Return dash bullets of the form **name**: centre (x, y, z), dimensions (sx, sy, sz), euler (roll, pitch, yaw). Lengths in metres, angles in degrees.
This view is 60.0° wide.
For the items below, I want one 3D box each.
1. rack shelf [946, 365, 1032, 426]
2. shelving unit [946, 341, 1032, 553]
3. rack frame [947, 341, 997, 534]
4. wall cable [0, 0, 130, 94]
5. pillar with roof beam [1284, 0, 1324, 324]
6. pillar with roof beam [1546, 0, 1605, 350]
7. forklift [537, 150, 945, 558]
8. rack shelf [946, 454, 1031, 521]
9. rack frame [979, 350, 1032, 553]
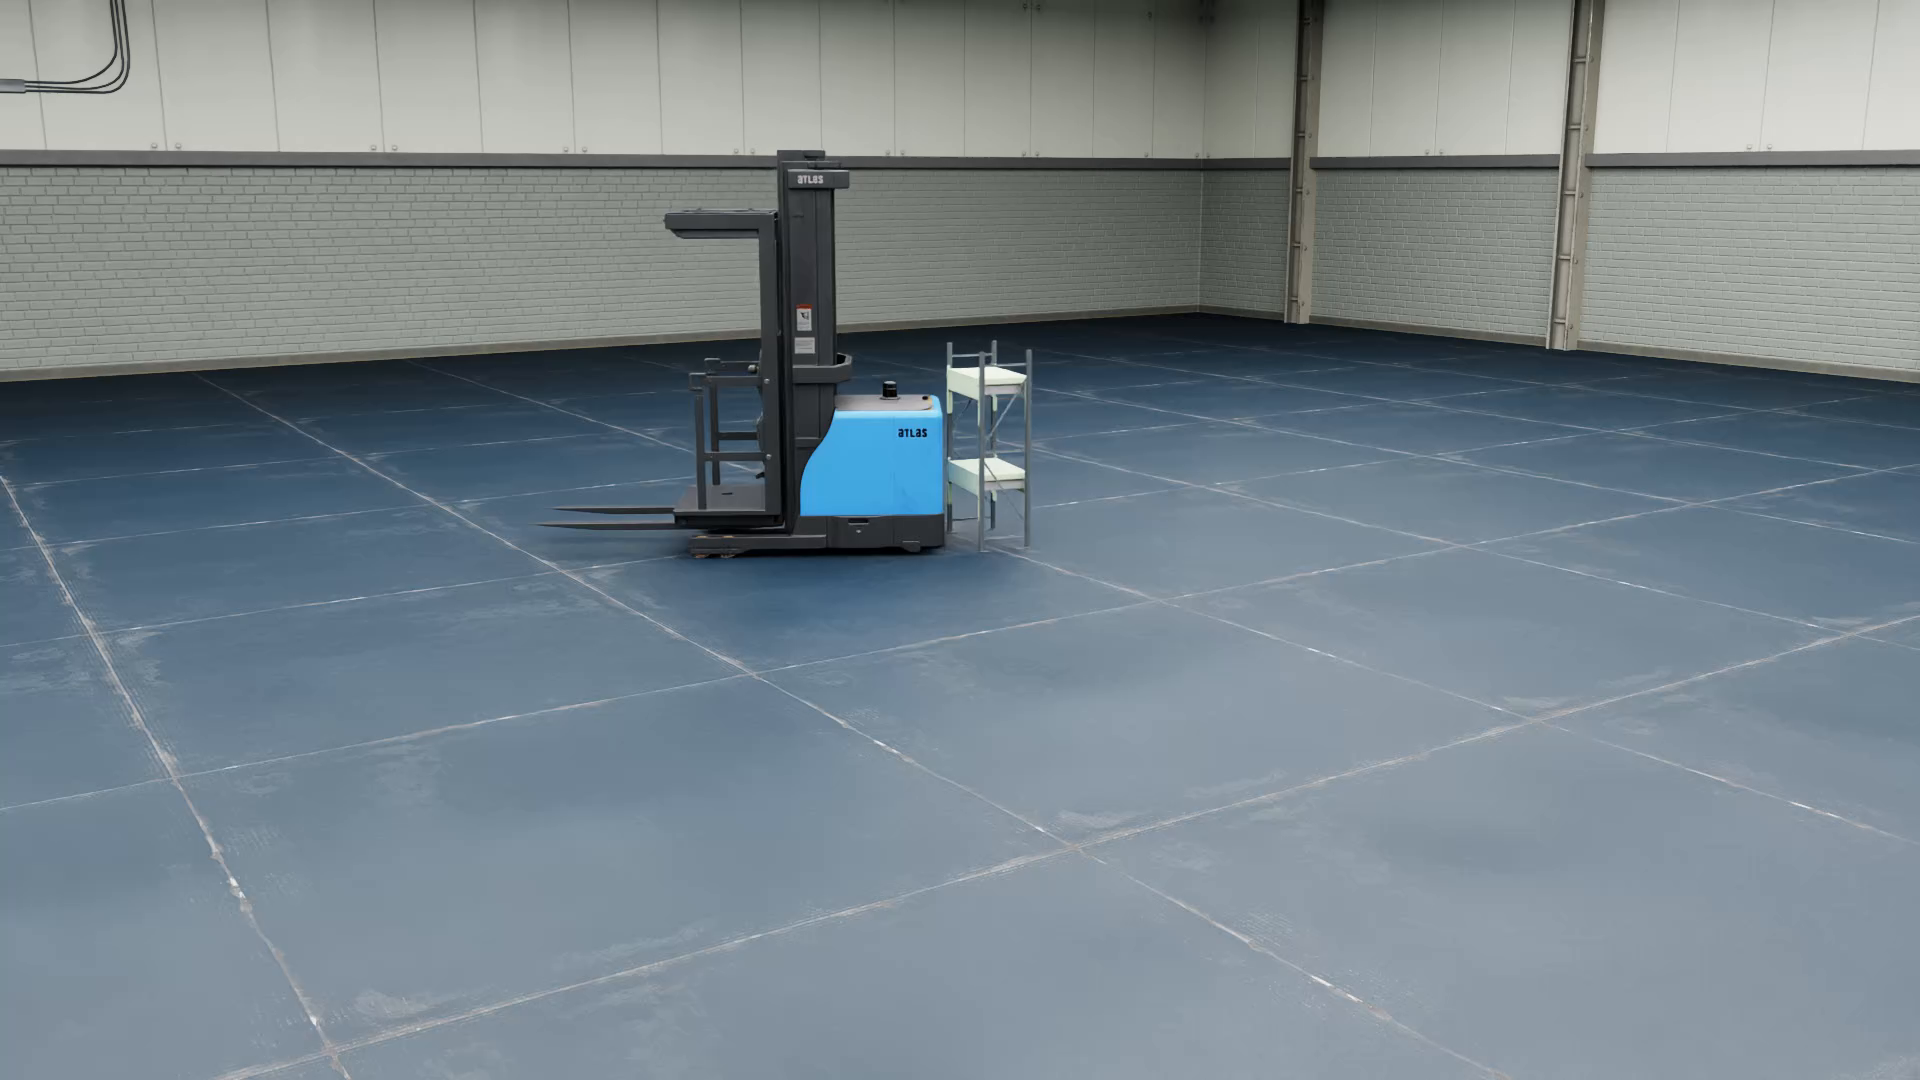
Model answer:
- **rack shelf**: centre (0.213, -1.107, 12.586), dimensions (0.431, 0.370, 0.720), euler (-4, 13, -19)
- **shelving unit**: centre (0.213, -0.726, 12.669), dimensions (0.431, 1.500, 0.755), euler (-4, 13, -19)
- **rack frame**: centre (0.092, -0.799, 13.007), dimensions (0.400, 1.500, 0.023), euler (-4, 13, -19)
- **wall cable**: centre (-12.360, -8.312, 21.846), dimensions (2.305, 6.003, 0.169), euler (-8, 15, -33)
- **pillar with roof beam**: centre (2.898, -8.068, 28.691), dimensions (9.100, 9.000, 0.400), euler (-8, 15, -33)
- **pillar with roof beam**: centre (6.223, -7.001, 23.812), dimensions (9.100, 9.000, 0.400), euler (-8, 15, -33)
- **forklift**: centre (-1.645, -1.413, 12.463), dimensions (3.031, 2.935, 1.130), euler (0, 12, -2)
- **rack shelf**: centre (0.213, -0.407, 12.739), dimensions (0.431, 0.370, 0.720), euler (-4, 13, -19)
- **rack frame**: centre (0.335, -0.652, 12.332), dimensions (0.400, 1.500, 0.023), euler (-4, 13, -19)
